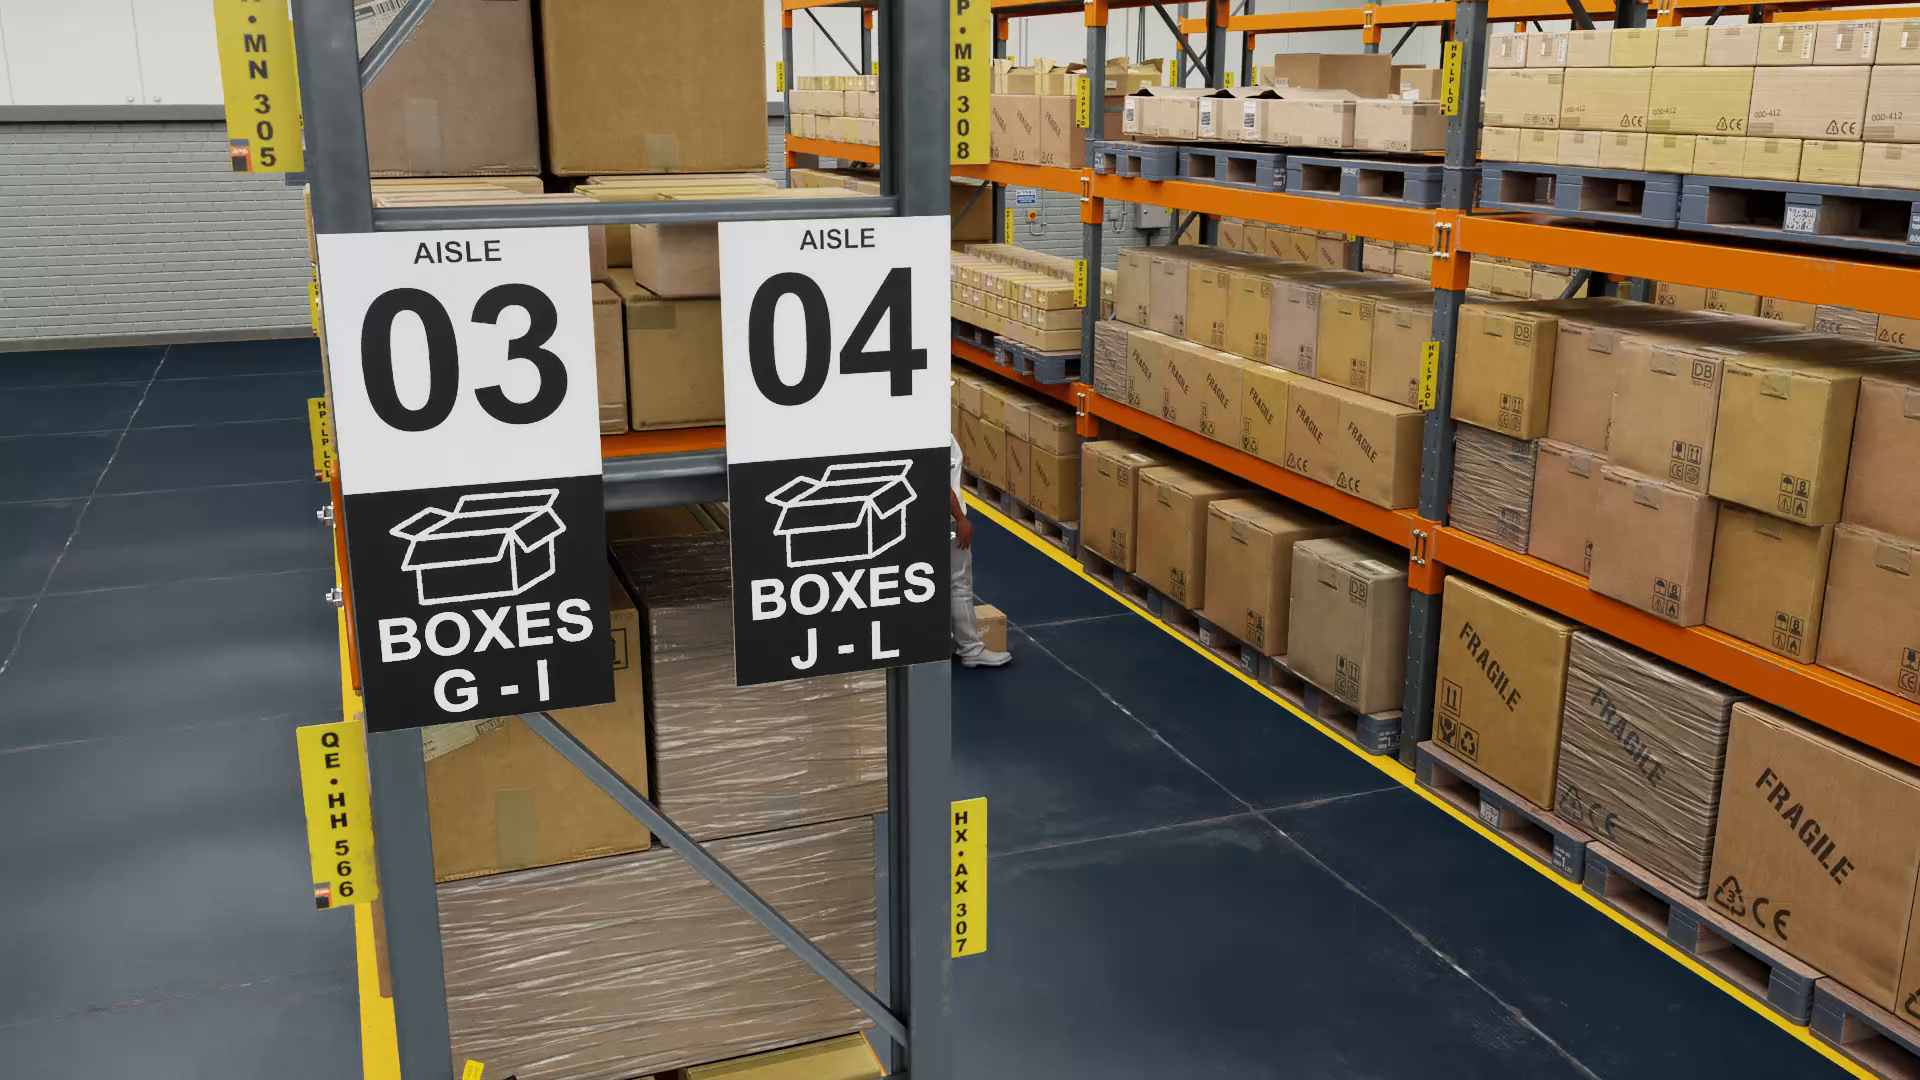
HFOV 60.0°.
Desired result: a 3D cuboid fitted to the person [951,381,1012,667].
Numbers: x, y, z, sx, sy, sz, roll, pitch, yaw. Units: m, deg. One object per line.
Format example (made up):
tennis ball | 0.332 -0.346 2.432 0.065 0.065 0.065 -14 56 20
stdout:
person | -0.052 -0.147 9.976 0.574 1.769 0.665 -6 17 -20
